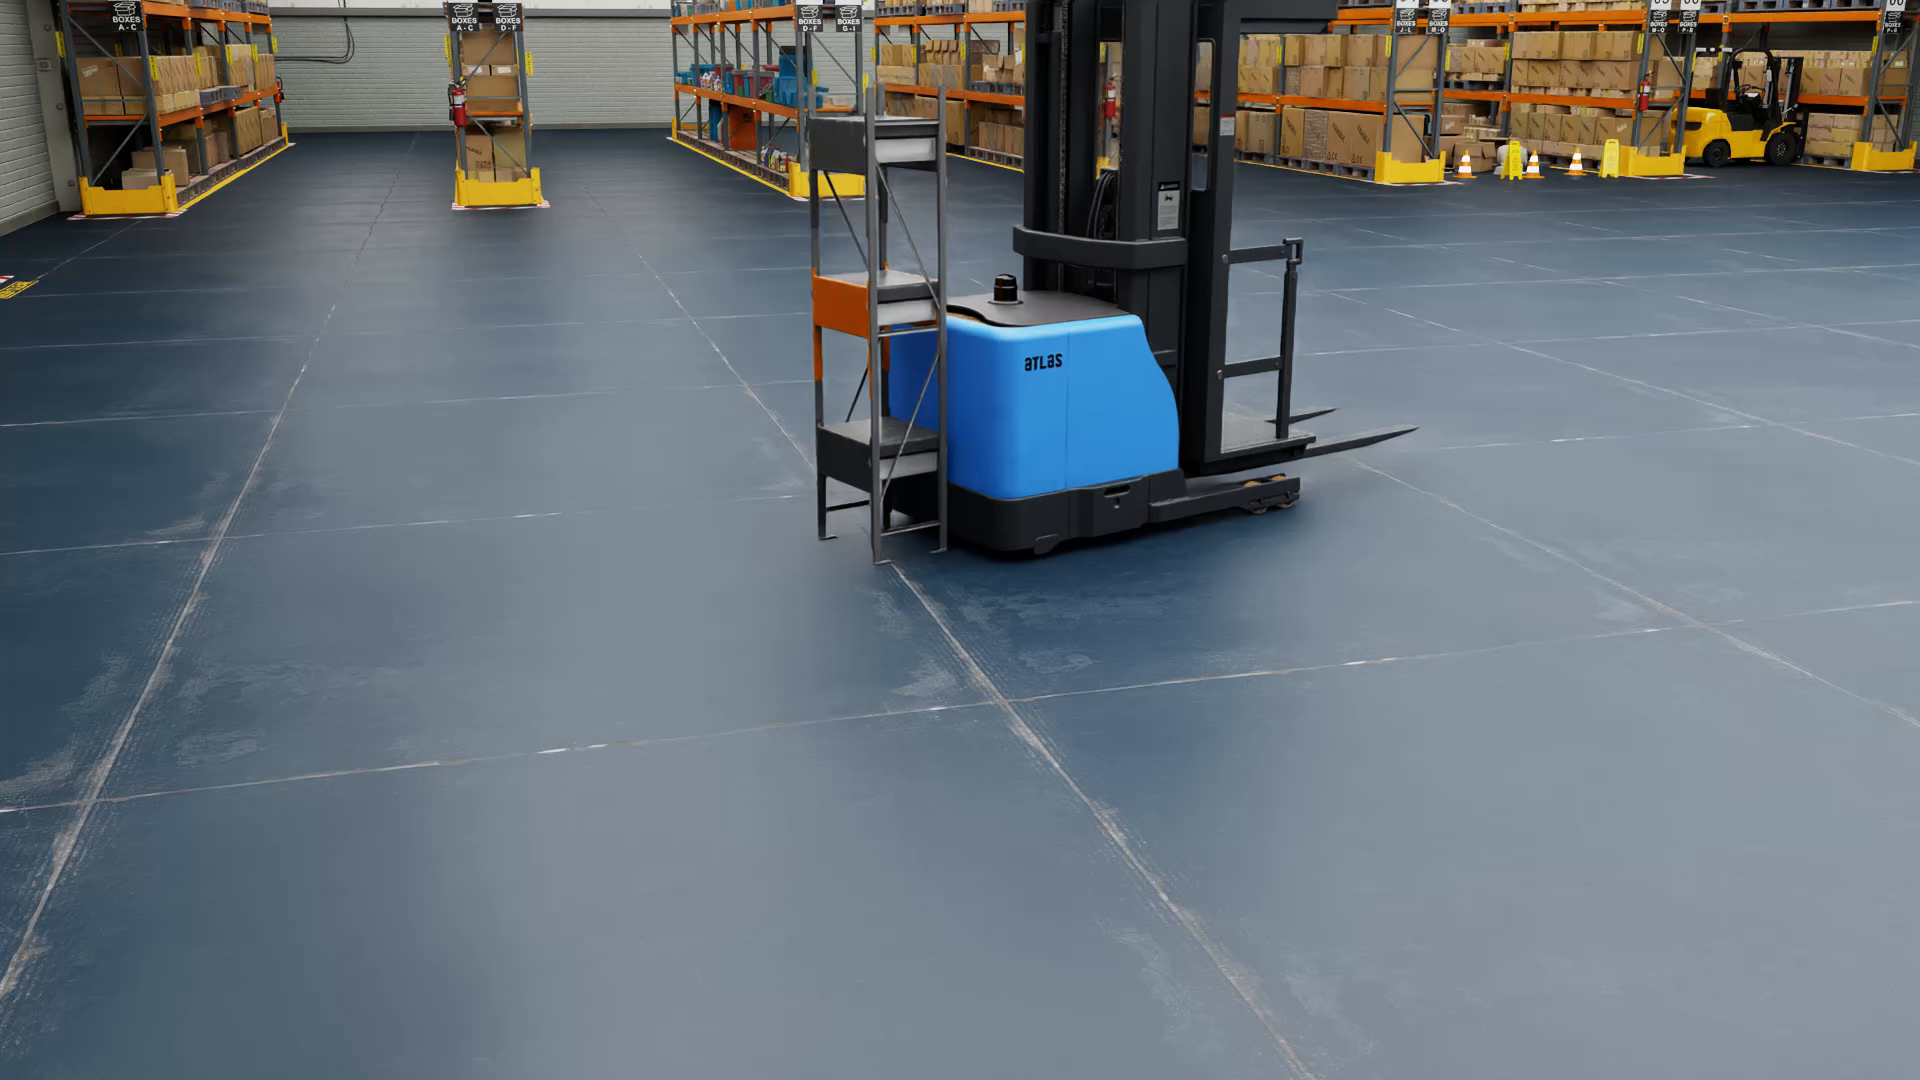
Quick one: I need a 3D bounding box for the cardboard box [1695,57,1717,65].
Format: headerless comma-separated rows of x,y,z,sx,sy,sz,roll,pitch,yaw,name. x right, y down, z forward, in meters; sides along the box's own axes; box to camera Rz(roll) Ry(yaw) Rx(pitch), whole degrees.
15.581,-10.005,34.743,0.380,0.149,0.250,-5,17,-15,cardboard box

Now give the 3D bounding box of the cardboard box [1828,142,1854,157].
16.660,-7.310,31.124,0.500,0.250,0.500,-5,17,-15,cardboard box

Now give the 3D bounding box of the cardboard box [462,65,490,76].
-7.021,-6.811,24.111,0.380,0.149,0.250,-5,17,-16,cardboard box

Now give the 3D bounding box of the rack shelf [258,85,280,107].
-15.343,-9.497,35.605,1.077,0.370,4.000,-5,17,-15,rack shelf

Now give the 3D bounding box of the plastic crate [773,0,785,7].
-2.783,-8.685,26.465,0.392,0.384,0.575,-5,17,-15,plastic crate

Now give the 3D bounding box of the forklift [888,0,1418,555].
1.127,-1.646,8.335,3.031,2.935,1.130,-11,20,-33,forklift

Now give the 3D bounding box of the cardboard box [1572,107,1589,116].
11.548,-7.921,30.728,0.380,0.149,0.250,-4,17,-13,cardboard box

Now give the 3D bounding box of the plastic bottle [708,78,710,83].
-5.183,-9.497,34.579,0.097,0.271,0.097,0,17,0,plastic bottle

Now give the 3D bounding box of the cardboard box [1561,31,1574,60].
11.596,-9.143,30.747,0.700,0.500,0.500,-5,17,-16,cardboard box

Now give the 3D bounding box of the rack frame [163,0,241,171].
-13.694,-8.182,29.976,1.000,3.000,0.127,-5,17,-15,rack frame

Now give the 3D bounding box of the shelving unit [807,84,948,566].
-0.368,-0.978,7.560,0.431,2.100,0.503,-11,20,-33,shelving unit

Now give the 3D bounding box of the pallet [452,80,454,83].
-9.916,-9.359,34.230,1.003,0.211,1.213,-5,17,-15,pallet

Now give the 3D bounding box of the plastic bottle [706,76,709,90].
-5.252,-9.598,34.906,0.152,0.276,0.135,-5,17,-15,plastic bottle

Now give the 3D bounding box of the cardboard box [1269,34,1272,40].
8.070,-12.783,42.254,0.380,0.149,0.250,-5,17,-15,cardboard box

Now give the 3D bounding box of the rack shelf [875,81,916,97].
-1.055,-10.672,39.516,1.077,0.370,4.000,-5,17,-15,rack shelf

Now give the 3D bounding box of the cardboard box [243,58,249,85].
-14.144,-9.101,32.309,0.500,0.500,0.500,-5,17,-15,cardboard box

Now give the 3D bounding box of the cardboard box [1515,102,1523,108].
13.870,-10.694,40.827,0.380,0.149,0.250,-6,18,-18,cardboard box

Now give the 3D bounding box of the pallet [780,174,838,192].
-2.254,-5.659,26.425,1.003,0.211,1.213,-5,17,-15,pallet

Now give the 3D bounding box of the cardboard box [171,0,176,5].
-12.091,-8.309,24.975,0.500,0.500,0.500,-6,18,-20,cardboard box

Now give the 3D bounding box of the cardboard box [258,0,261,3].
-15.144,-11.540,35.297,0.500,0.250,0.500,-5,18,-17,cardboard box

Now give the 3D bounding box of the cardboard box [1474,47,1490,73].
10.737,-9.672,33.516,0.500,0.500,0.500,-5,17,-15,cardboard box

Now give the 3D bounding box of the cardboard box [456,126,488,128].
-7.861,-6.421,26.860,0.500,0.500,0.500,-5,17,-15,cardboard box

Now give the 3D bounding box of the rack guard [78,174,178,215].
-11.516,-4.793,23.039,1.175,0.500,0.348,-5,17,-15,rack guard

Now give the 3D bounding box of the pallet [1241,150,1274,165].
6.206,-7.487,32.508,1.003,0.211,1.213,-5,17,-15,pallet

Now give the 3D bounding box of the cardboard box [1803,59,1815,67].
16.352,-9.106,31.752,0.380,0.149,0.250,-5,17,-15,cardboard box

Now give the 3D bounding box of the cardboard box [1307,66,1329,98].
6.811,-8.276,30.030,0.875,0.550,0.550,-5,17,-15,cardboard box

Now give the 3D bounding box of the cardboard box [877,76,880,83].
-1.824,-11.325,40.877,0.380,0.149,0.250,-4,17,-15,cardboard box

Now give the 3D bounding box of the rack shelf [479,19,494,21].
-9.481,-10.220,32.797,1.077,0.370,4.000,-5,17,-15,rack shelf

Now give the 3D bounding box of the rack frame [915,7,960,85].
-0.505,-10.463,37.571,1.000,3.000,0.127,-5,17,-15,rack frame

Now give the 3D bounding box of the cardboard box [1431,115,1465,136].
9.519,-8.050,32.567,0.500,0.500,0.500,-5,17,-15,cardboard box

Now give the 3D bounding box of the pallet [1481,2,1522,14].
11.155,-10.560,33.004,1.213,0.211,1.003,-5,17,-15,pallet

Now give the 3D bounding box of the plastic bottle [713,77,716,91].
-5.004,-9.304,33.913,0.061,0.283,0.133,-5,17,-15,plastic bottle

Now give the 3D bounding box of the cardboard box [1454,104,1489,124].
13.255,-11.047,43.130,0.700,0.500,0.500,-5,18,-17,cardboard box

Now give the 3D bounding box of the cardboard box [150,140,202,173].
-12.813,-6.291,27.263,0.700,0.500,0.500,-4,17,-13,cardboard box

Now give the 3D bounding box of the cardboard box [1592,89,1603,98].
11.687,-8.096,30.128,0.380,0.149,0.250,-4,17,-14,cardboard box

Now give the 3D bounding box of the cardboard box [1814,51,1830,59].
16.421,-9.178,31.475,0.380,0.149,0.250,-4,17,-14,cardboard box

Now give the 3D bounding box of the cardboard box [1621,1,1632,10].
11.854,-9.386,29.209,0.380,0.149,0.250,-5,17,-15,cardboard box

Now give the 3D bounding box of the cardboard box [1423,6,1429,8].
10.116,-11.341,35.514,0.396,0.266,0.258,-5,17,-15,cardboard box

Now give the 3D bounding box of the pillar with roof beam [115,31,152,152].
-10.029,-10.967,28.822,9.100,9.000,0.400,-5,17,-15,pillar with roof beam

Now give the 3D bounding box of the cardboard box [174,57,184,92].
-11.753,-6.845,24.446,0.500,0.500,0.500,-4,17,-14,cardboard box

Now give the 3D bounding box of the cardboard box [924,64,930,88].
-0.480,-10.225,36.604,0.500,0.500,0.500,-5,17,-15,cardboard box

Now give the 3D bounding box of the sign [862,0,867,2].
-1.439,-8.235,24.925,0.100,0.325,0.005,-5,17,-15,sign

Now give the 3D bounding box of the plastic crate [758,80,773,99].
-3.047,-7.674,28.394,0.767,0.338,0.504,-5,17,-15,plastic crate

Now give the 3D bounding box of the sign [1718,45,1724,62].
15.474,-9.898,33.815,0.100,0.325,0.005,-5,17,-15,sign

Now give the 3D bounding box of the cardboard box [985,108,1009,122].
0.807,-8.547,33.467,0.500,0.250,0.500,-4,17,-13,cardboard box

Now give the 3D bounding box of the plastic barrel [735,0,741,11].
-3.777,-10.021,30.013,0.600,0.901,0.708,-5,17,-15,plastic barrel

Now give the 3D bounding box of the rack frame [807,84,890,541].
-0.509,-1.036,7.751,0.400,2.100,0.015,-11,20,-33,rack frame

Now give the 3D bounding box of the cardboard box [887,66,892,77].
-1.448,-11.204,39.779,0.500,0.250,0.500,-5,18,-17,cardboard box

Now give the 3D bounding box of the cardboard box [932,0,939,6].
-0.290,-11.748,36.058,0.500,0.311,0.500,-5,18,-17,cardboard box

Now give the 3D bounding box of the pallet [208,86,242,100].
-13.395,-7.901,29.376,1.213,0.211,1.003,-5,17,-15,pallet

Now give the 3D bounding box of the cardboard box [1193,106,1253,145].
5.472,-8.669,34.779,1.050,0.750,0.750,-5,17,-16,cardboard box

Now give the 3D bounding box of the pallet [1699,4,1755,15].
15.739,-11.015,34.527,0.805,0.209,1.217,-5,18,-17,pallet

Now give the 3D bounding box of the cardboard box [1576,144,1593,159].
11.706,-7.158,30.617,0.500,0.250,0.500,-5,17,-15,cardboard box

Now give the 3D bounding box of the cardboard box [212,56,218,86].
-13.555,-8.311,29.469,0.700,0.500,0.500,-7,18,-22,cardboard box

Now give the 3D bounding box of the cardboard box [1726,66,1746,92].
15.864,-9.332,33.631,0.500,0.500,0.500,-5,17,-17,cardboard box

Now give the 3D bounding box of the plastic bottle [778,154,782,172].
-2.945,-6.166,27.223,0.061,0.283,0.133,-4,17,-14,plastic bottle
